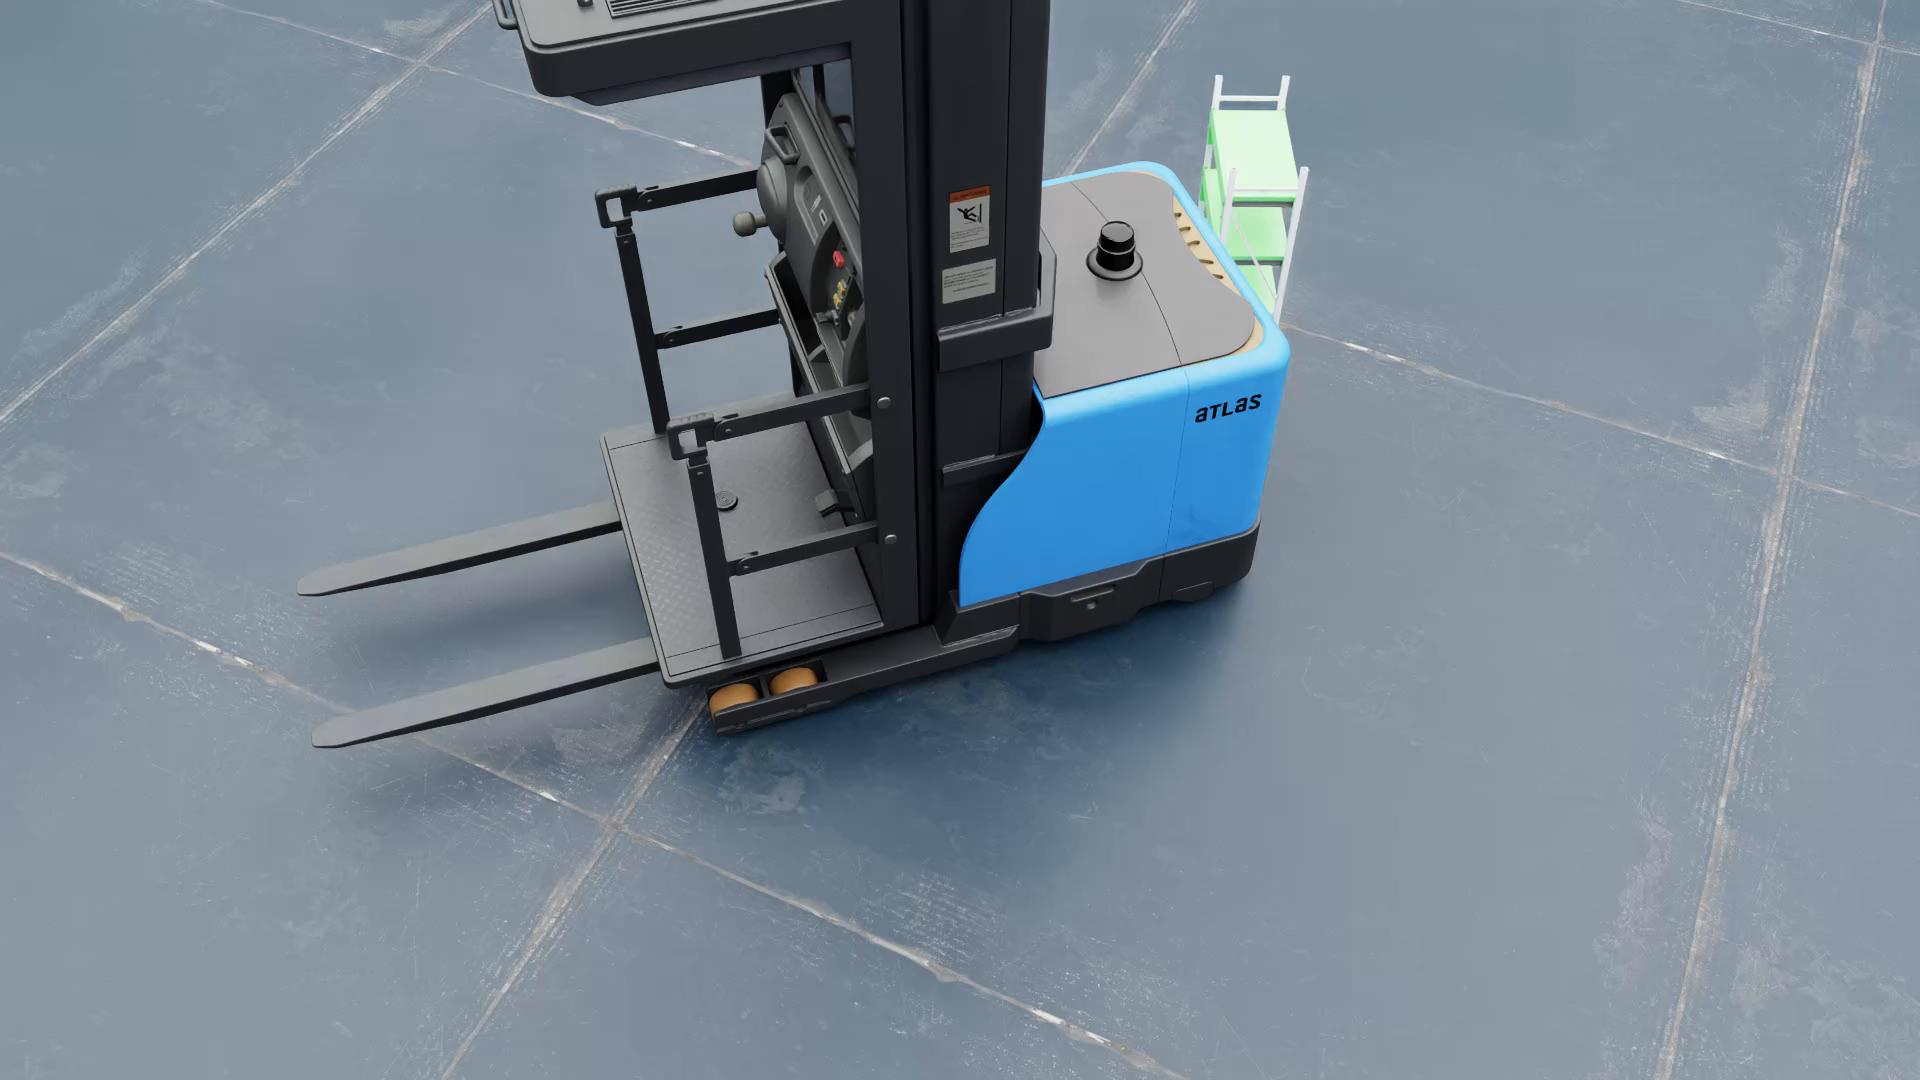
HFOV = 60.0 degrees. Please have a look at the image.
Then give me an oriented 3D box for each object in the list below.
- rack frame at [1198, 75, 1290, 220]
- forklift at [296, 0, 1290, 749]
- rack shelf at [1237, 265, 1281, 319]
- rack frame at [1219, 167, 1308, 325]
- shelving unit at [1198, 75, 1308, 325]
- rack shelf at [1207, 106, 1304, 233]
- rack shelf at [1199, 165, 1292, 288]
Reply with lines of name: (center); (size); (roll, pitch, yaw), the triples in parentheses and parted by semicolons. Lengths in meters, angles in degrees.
rack frame: (0.963, -1.134, 5.927); (0.240, 1.200, 0.015); (0, 50, 0)
forklift: (-0.592, -0.799, 4.505); (3.031, 2.935, 1.130); (-14, 51, -12)
rack shelf: (0.961, -0.907, 5.818); (0.258, 0.148, 0.480); (0, 50, 0)
rack frame: (0.959, -0.763, 5.611); (0.240, 1.200, 0.015); (0, 50, 0)
shelving unit: (0.961, -0.949, 5.769); (0.258, 1.200, 0.503); (0, 50, 0)
rack shelf: (0.961, -1.218, 5.452); (0.258, 0.148, 0.480); (0, 50, 0)
rack shelf: (0.961, -1.063, 5.635); (0.258, 0.148, 0.480); (0, 50, 0)
